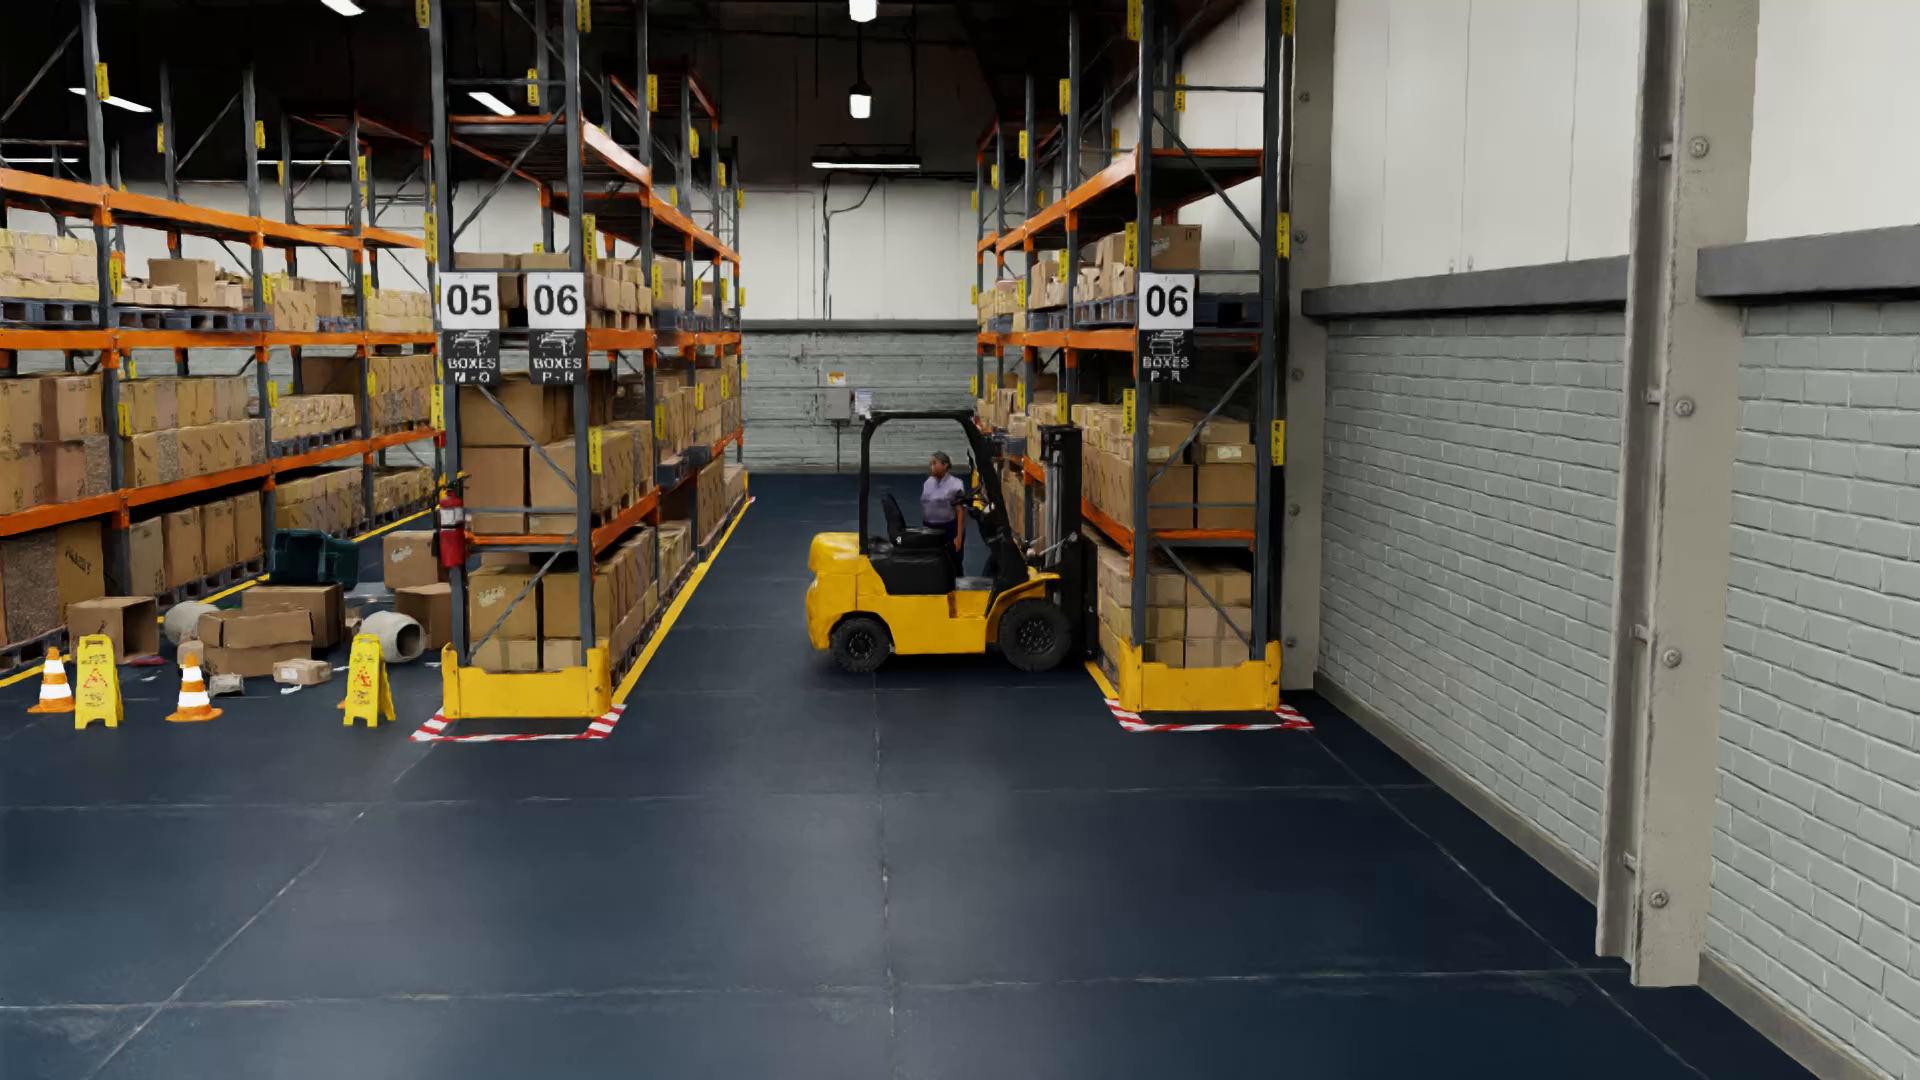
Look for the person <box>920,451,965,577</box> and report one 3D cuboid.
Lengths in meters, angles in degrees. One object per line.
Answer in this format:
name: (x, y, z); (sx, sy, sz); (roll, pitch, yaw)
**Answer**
person: (-0.192, -0.038, 16.081); (0.490, 1.643, 0.576); (3, 8, 25)
